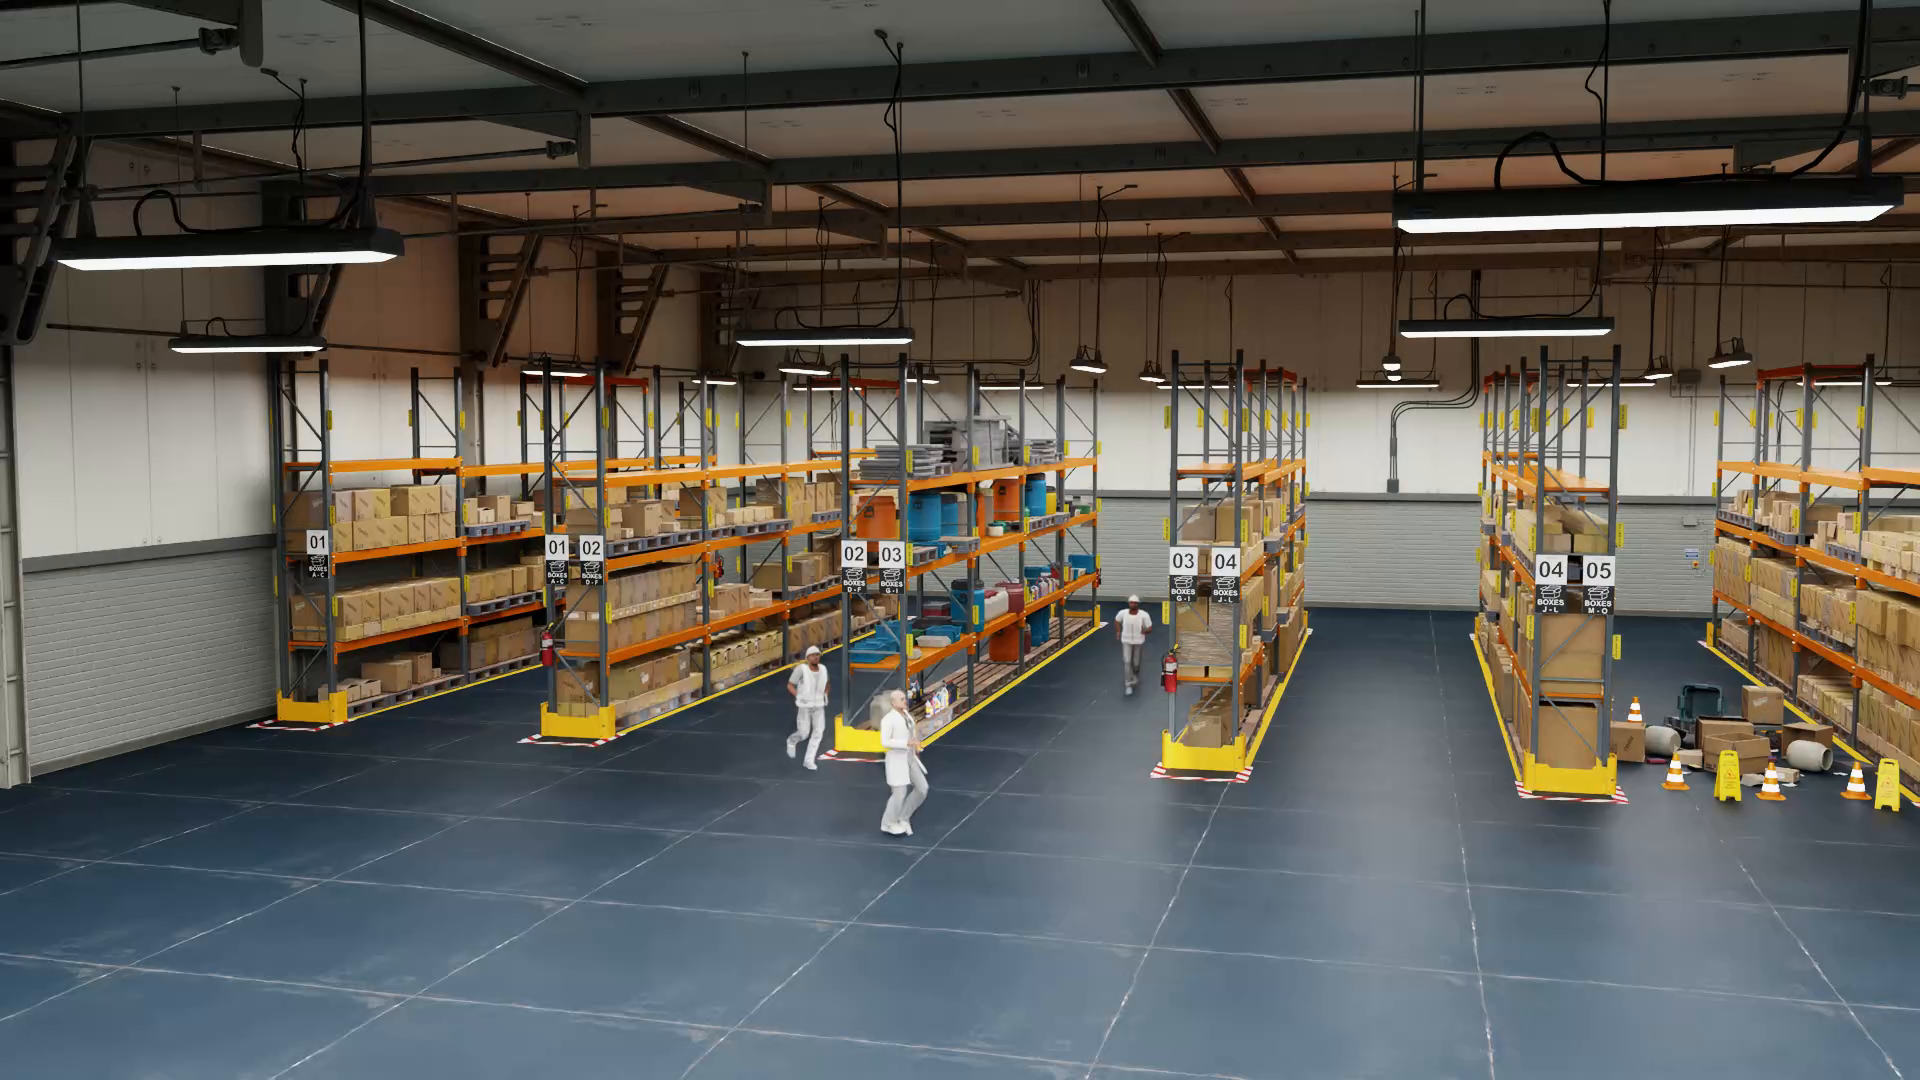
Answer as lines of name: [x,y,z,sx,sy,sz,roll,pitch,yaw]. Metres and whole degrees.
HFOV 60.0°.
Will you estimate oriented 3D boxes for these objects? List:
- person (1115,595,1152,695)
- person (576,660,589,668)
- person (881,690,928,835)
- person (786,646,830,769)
person: [3.190,1.904,30.647,0.691,1.779,0.951,1,4,7]
person: [-6.774,1.999,29.935,0.555,1.708,0.840,1,4,9]
person: [-0.655,2.692,19.964,0.695,1.776,0.691,3,5,37]
person: [-2.174,2.405,24.107,0.698,1.747,0.728,-2,5,-30]
